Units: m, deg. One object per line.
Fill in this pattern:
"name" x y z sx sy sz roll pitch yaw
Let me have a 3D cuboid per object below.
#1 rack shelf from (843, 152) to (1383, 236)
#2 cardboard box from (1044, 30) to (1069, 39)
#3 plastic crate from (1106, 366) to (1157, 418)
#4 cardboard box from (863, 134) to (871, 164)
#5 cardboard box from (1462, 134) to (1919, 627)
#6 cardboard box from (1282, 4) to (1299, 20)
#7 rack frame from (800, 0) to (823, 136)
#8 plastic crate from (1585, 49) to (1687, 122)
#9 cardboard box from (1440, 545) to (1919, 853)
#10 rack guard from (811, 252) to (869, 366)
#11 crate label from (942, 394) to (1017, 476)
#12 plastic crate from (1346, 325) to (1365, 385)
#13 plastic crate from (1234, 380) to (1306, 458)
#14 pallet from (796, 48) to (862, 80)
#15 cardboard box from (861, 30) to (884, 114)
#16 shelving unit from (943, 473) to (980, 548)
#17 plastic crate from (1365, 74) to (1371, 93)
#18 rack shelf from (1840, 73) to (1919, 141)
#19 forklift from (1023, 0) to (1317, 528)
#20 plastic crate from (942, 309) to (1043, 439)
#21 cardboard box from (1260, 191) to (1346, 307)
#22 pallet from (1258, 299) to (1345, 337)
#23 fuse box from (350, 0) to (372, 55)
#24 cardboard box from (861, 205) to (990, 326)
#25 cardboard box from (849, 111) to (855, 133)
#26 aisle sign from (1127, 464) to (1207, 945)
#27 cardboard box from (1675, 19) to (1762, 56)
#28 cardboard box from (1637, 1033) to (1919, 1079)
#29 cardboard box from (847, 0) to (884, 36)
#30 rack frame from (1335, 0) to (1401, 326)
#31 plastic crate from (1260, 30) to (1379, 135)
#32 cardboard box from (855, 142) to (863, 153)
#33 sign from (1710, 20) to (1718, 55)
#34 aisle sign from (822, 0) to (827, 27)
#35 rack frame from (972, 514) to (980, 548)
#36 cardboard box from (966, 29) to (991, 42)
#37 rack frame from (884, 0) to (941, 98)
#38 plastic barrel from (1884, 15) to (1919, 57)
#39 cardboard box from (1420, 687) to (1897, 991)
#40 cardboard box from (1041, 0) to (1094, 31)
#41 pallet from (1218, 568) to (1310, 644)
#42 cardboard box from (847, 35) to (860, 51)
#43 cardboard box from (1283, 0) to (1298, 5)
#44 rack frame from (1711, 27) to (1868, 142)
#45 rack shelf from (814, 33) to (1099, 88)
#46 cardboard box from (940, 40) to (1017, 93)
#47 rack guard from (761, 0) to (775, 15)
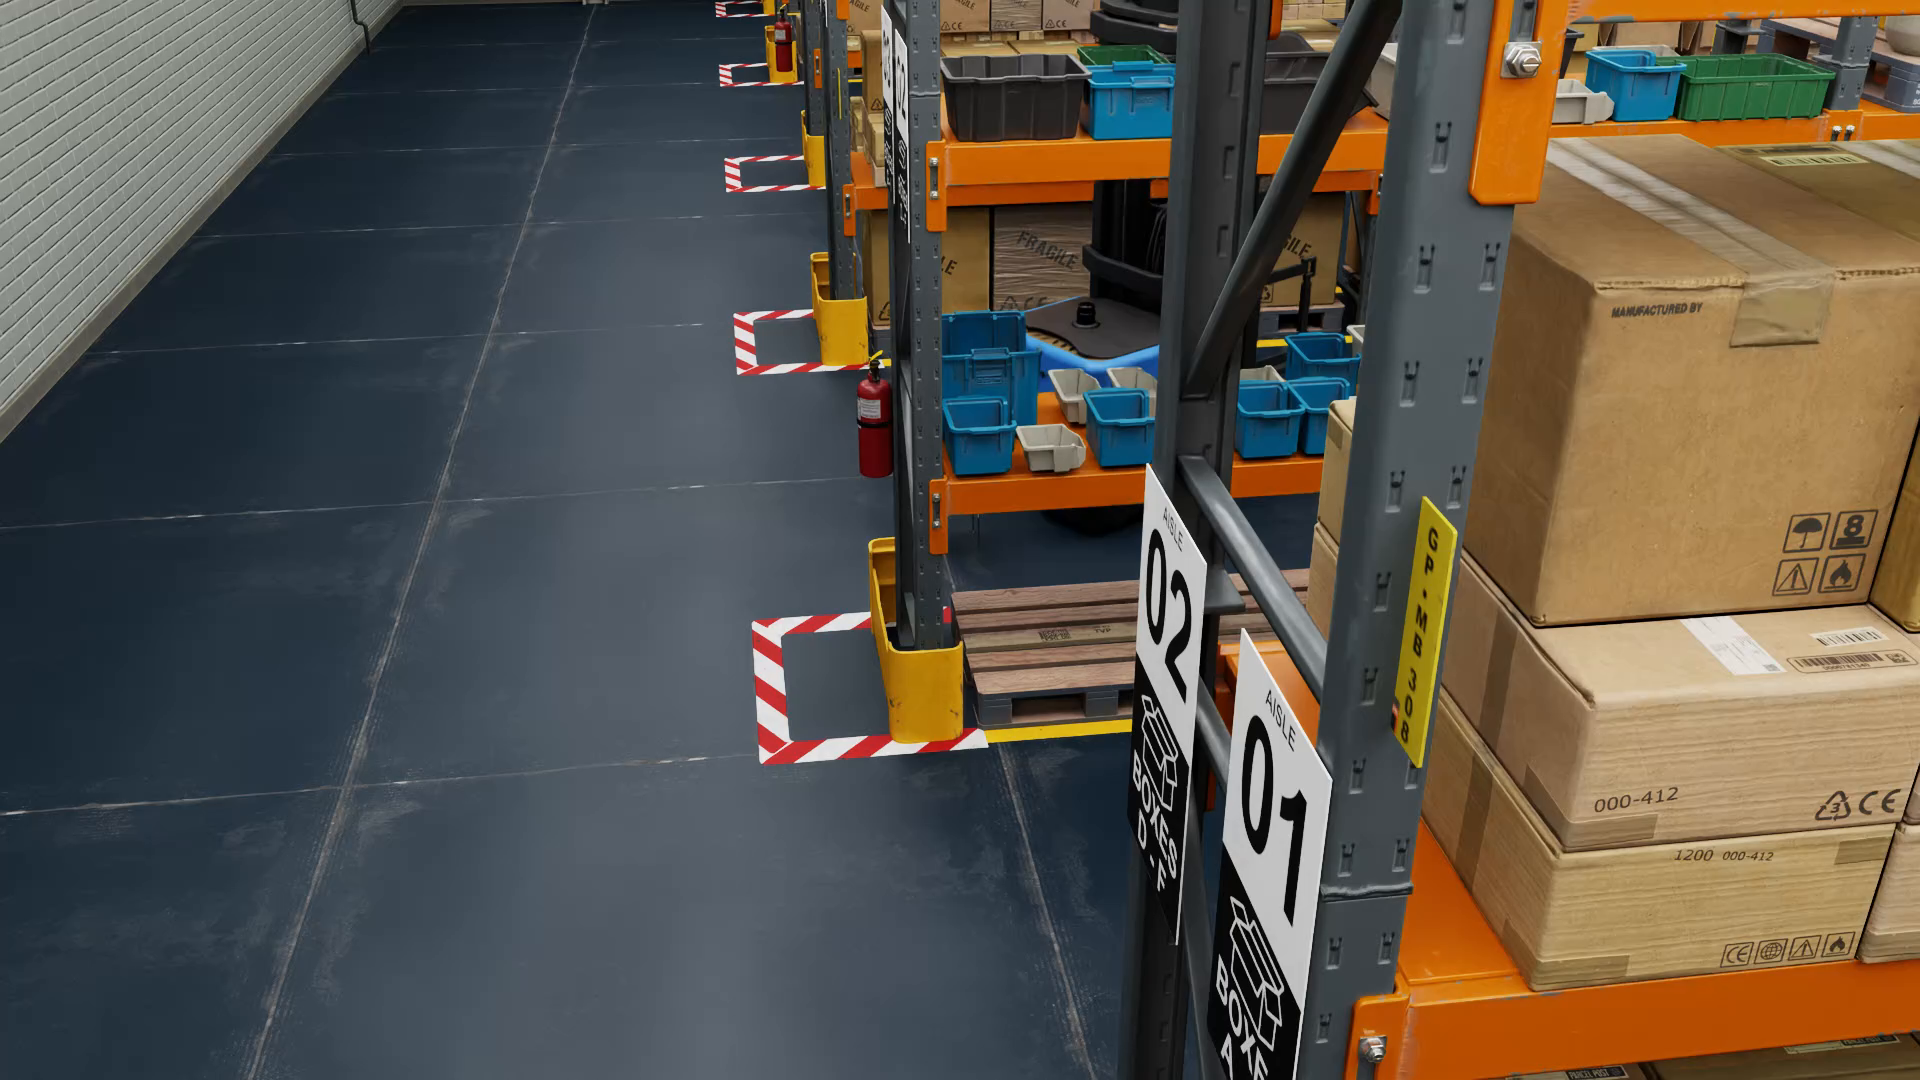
"rack shelf" 1.083 -2.694 12.504 4.000 0.370 1.077 -4 27 -7
"cardboard box" 0.926 -5.071 16.622 0.250 0.149 0.380 -4 27 -8
"plastic crate" 0.864 -0.703 8.058 0.243 0.136 0.396 -4 27 -7
"cardboard box" -0.591 -2.947 12.483 0.250 0.149 0.380 -3 27 -6
"cardboard box" 0.985 -0.273 2.505 0.500 0.500 0.700 -4 27 -7
"cardboard box" 3.200 -5.303 16.614 0.250 0.149 0.380 -3 27 -6
"rack frame" -1.489 -5.136 16.474 0.127 3.000 1.000 -4 27 -7
"plastic crate" 2.896 -1.961 7.183 0.300 0.233 0.416 -4 27 -7
"cardboard box" 1.024 0.186 2.433 0.500 0.250 0.500 -4 27 -7
"rack guard" -0.922 -1.774 12.659 0.348 0.500 1.175 -4 27 -7
"crate label" 0.083 -0.467 7.493 0.303 0.233 0.416 -4 27 -7
"plastic crate" 2.216 -0.863 8.210 0.530 0.282 0.437 -4 27 -7
"plastic crate" 1.386 -0.551 7.656 0.300 0.233 0.416 -4 27 -7
"pallet" -1.498 -6.213 21.627 1.213 0.211 1.003 -4 27 -7
"cardboard box" -0.452 -3.436 12.178 0.500 0.500 0.500 -3 27 -6
"shelving unit" -0.008 -0.400 9.544 0.210 0.900 0.258 -4 27 -7
"plastic crate" 1.804 -2.109 7.578 0.530 0.136 0.437 -4 27 -7
"rack shelf" 5.734 -2.044 7.951 4.000 0.370 1.077 -4 27 -7
"forklift" 1.609 -1.912 10.267 3.031 2.935 1.130 -20 33 -34
"plastic crate" 0.098 -0.796 7.912 0.499 0.435 0.616 -4 27 -7
"cardboard box" 2.399 -2.377 12.965 0.875 0.875 0.875 -4 27 -7
"pallet" 2.299 -1.888 13.198 1.213 0.211 1.003 -4 27 -7
"fuse box" -8.007 -7.384 22.266 0.414 1.711 0.539 -4 27 -7
"cardboard box" -0.275 -2.206 12.630 0.875 0.875 0.875 -4 27 -7
"cardboard box" -1.006 -4.349 17.278 0.250 0.149 0.380 -4 27 -8
"aisle sign" 0.368 0.300 3.031 0.004 0.787 0.394 -4 27 -7
"cardboard box" 5.652 -3.808 12.677 0.637 0.503 0.797 -3 27 -6
"cardboard box" 1.471 1.156 3.006 0.500 0.500 0.500 -3 27 -7
"cardboard box" -1.006 -5.216 16.195 0.500 0.500 0.500 -2 27 -5
"rack frame" 3.063 -3.142 12.587 0.127 3.000 1.000 -4 27 -7
"plastic crate" 1.343 -1.928 7.004 0.767 0.338 0.504 -4 27 -7
"cardboard box" -0.925 -3.943 16.812 0.250 0.149 0.380 -3 27 -6
"sign" 3.679 -2.490 8.022 0.005 0.325 0.100 -4 27 -7
"aisle sign" -0.927 -3.904 11.225 0.004 0.787 0.394 -4 27 -7
"rack frame" 0.093 -0.406 9.556 0.006 0.900 0.240 -4 27 -7
"cardboard box" 0.156 -5.012 16.507 0.250 0.149 0.380 -4 27 -8
"rack frame" -0.208 -3.317 6.358 0.127 3.000 1.000 -4 27 -7
"plastic barrel" 4.309 -2.405 7.256 0.433 0.535 0.433 0 27 0
"cardboard box" 1.023 0.406 2.552 0.500 0.250 0.500 -4 27 -7
"cardboard box" 1.026 -5.345 16.446 0.500 0.500 0.500 -4 27 -7
"pallet" 1.820 0.481 8.581 1.213 0.211 1.003 -4 27 -7
"cardboard box" -1.122 -4.897 16.283 0.250 0.149 0.380 -4 27 -8
"cardboard box" 3.183 -5.432 16.541 0.250 0.149 0.380 -4 27 -8
"rack frame" 3.753 -0.903 8.223 0.127 3.000 1.000 -4 27 -7
"rack shelf" 0.492 -4.943 16.886 4.000 0.370 1.077 -4 27 -7
"cardboard box" 0.110 -3.227 11.770 0.500 0.500 0.500 -4 27 -8
"rack guard" -2.898 -8.504 25.775 0.348 0.500 1.175 -4 27 -7
